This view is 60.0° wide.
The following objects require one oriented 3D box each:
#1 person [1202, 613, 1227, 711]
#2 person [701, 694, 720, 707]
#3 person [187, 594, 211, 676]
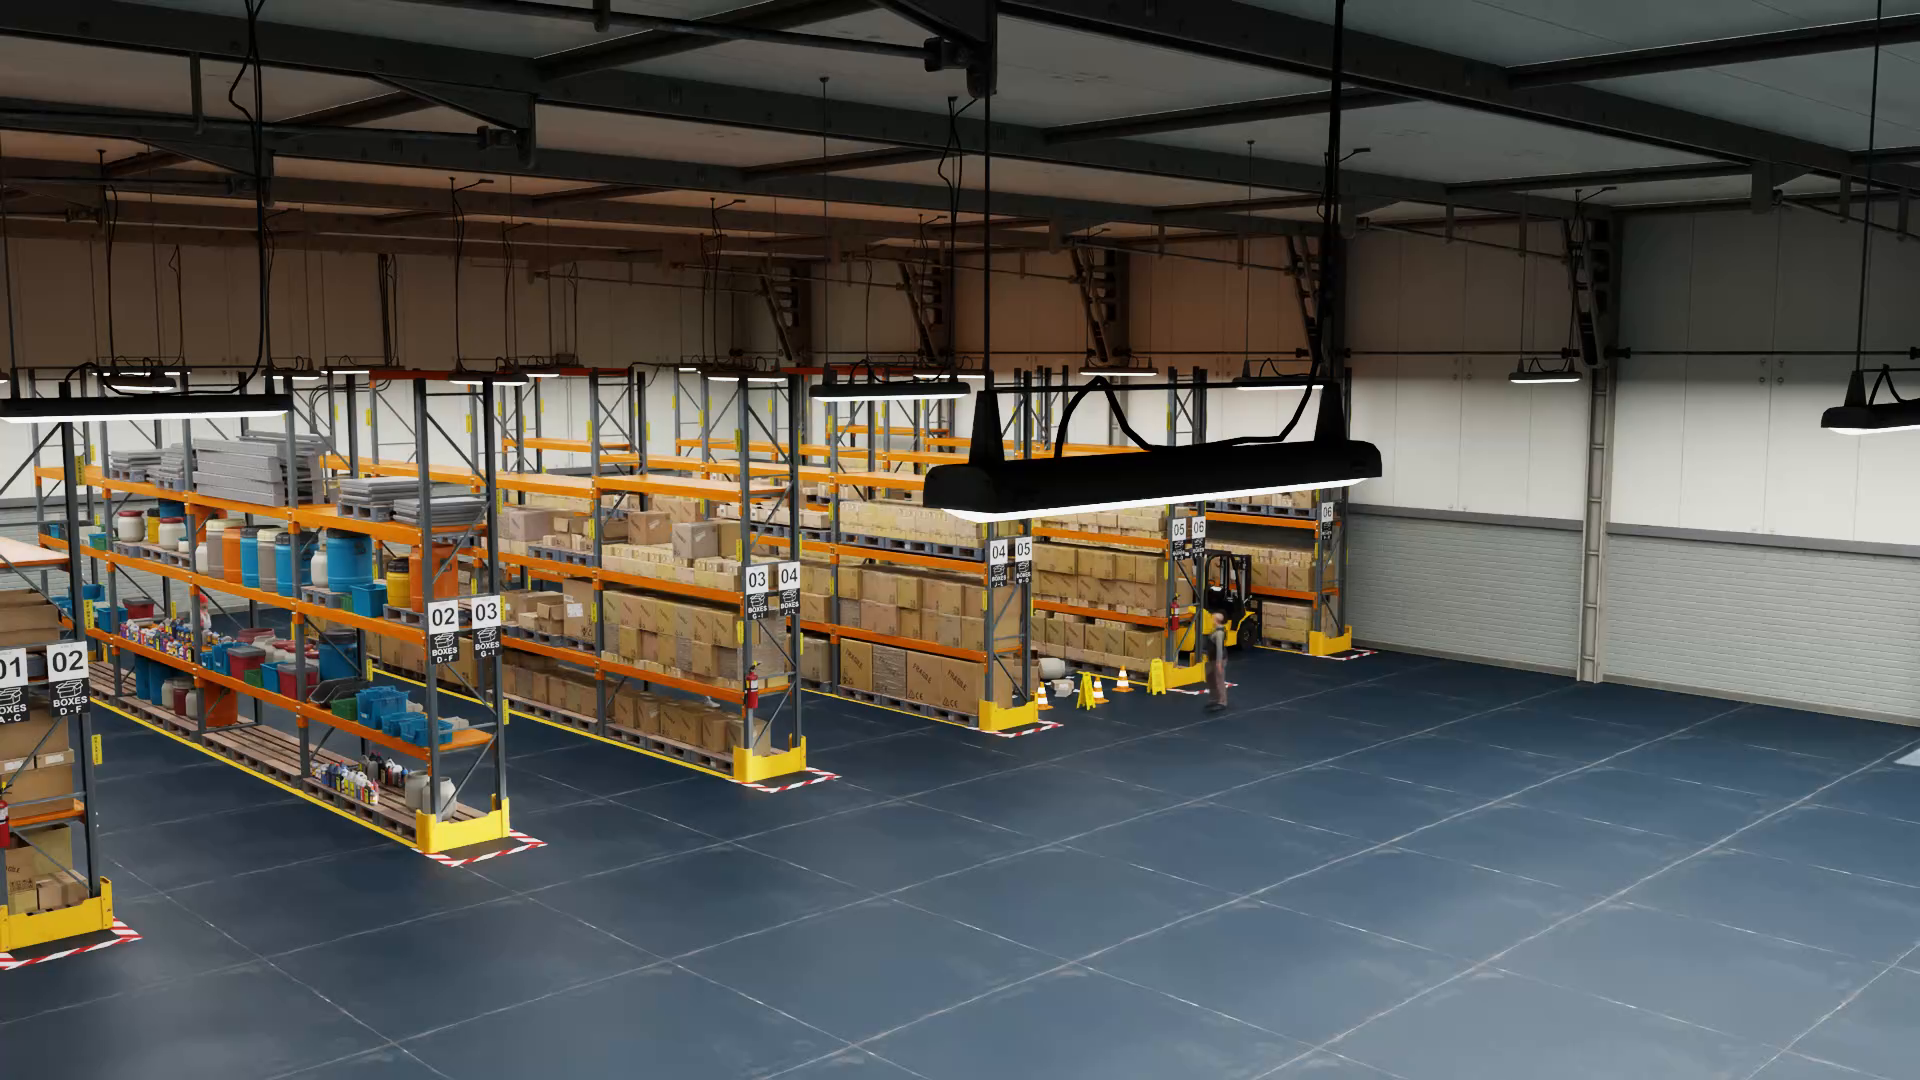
[{"bbox_3d":[4.529,2.153,29.470,0.387,1.750,0.582,-1,7,-11],"label":"person"},{"bbox_3d":[-4.488,2.162,29.750,0.492,1.706,0.551,-3,7,-28],"label":"person"},{"bbox_3d":[-14.329,1.893,31.441,1.044,1.728,0.461,5,8,37],"label":"person"}]
